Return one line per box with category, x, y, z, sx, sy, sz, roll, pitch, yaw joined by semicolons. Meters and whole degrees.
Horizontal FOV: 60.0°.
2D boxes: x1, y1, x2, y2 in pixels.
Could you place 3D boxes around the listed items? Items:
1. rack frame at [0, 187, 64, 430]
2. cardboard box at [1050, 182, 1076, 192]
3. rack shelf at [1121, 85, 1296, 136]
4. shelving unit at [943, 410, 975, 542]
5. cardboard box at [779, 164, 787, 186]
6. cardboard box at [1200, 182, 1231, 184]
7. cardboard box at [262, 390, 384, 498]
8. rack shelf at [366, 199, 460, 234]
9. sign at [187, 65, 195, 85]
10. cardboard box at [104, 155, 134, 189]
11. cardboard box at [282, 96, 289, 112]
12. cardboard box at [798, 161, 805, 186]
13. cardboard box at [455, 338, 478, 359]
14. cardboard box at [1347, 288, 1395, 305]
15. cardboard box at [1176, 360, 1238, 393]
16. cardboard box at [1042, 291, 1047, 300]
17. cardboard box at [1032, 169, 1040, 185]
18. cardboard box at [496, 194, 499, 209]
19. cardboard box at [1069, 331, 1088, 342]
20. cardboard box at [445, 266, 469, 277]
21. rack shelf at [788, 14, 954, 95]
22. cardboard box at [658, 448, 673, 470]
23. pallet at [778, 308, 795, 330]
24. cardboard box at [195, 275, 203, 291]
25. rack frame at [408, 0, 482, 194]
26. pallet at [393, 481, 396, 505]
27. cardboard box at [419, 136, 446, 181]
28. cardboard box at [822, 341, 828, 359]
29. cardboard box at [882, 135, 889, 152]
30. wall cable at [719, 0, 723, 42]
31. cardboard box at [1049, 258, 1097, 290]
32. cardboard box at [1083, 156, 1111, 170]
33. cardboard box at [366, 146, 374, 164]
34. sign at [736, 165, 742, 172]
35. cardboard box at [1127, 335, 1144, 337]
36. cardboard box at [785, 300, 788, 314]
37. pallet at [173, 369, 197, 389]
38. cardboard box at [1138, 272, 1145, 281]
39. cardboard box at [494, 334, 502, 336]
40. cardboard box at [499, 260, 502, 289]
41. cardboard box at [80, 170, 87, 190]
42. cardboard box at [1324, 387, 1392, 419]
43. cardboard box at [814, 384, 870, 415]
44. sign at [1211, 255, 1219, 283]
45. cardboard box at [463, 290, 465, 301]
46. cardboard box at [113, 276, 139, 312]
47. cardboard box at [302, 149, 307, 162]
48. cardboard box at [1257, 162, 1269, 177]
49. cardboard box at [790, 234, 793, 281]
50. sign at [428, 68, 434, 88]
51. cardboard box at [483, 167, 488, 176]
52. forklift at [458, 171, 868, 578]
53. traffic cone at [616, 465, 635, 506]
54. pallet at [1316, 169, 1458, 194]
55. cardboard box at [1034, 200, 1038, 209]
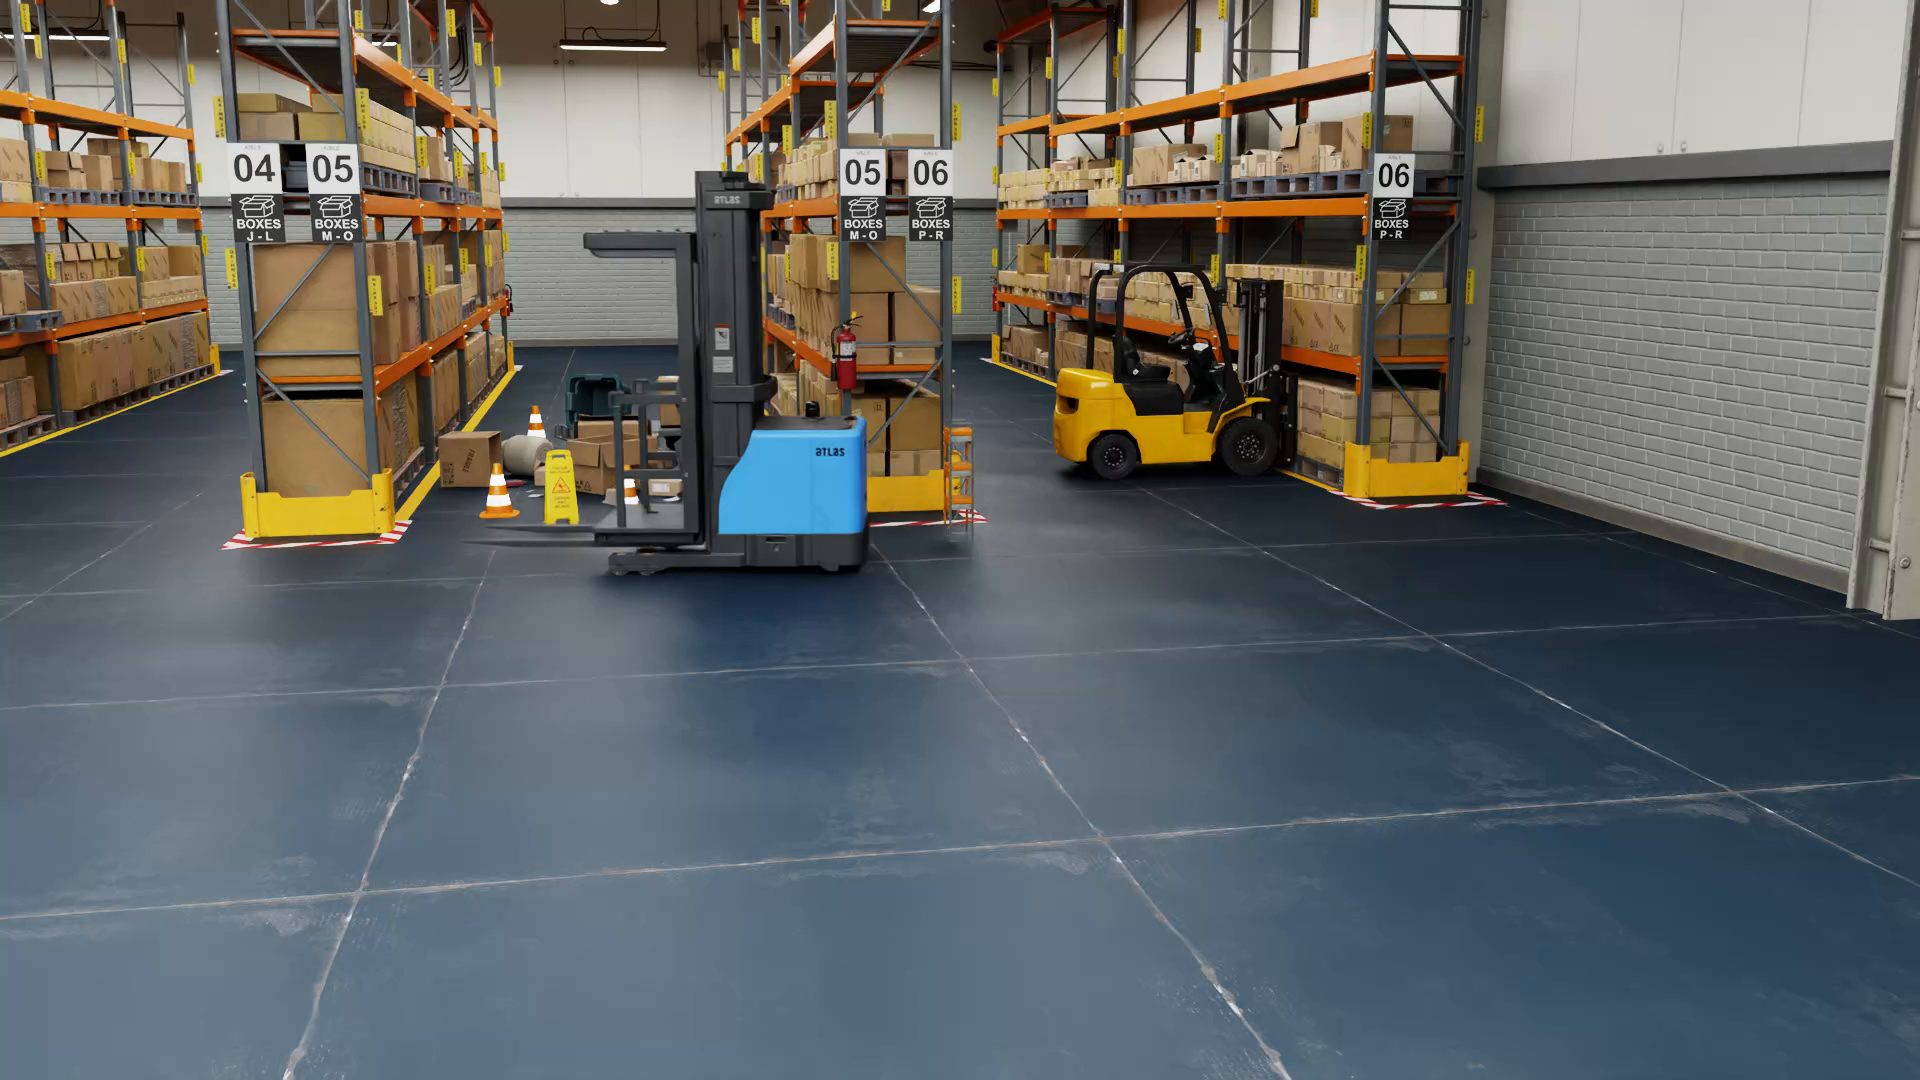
rack frame;-11.849;-2.855;20.672;1.000;3.000;0.127;-2;11;-11
cardboard box;1.646;-5.617;26.446;0.380;0.149;0.250;-2;11;-10
rack shelf;3.129;-5.427;21.134;1.077;0.370;4.000;-2;11;-11
shelving unit;-0.010;-0.526;13.650;0.215;1.050;0.252;-2;11;-11
cardboard box;-1.953;-4.563;21.360;0.700;0.500;0.500;-2;11;-11
cardboard box;3.229;-4.623;21.173;0.380;0.166;0.250;-2;11;-11
cardboard box;-5.605;-0.834;14.614;0.875;0.875;0.875;-2;11;-11
rack shelf;-6.575;-3.770;19.382;1.077;0.370;4.000;-2;11;-11
sign;-12.870;-7.784;27.815;0.100;0.325;0.005;-2;11;-11
cardboard box;-12.838;-5.508;24.931;0.700;0.500;0.500;-3;11;-14
cardboard box;-5.853;-3.642;13.934;0.380;0.149;0.250;-2;11;-11
cardboard box;-1.424;-3.842;17.445;0.500;0.250;0.500;-2;11;-11
cardboard box;-7.043;-2.683;23.325;0.500;0.250;0.500;-2;11;-11
cardboard box;3.954;-2.350;16.019;0.380;0.149;0.250;-2;11;-10
cardboard box;3.262;-1.940;21.096;0.875;0.625;0.625;-2;11;-12
cardboard box;1.581;-4.103;27.901;0.380;0.149;0.250;-2;11;-9
cardboard box;1.521;-6.098;27.958;0.500;0.250;0.500;-2;11;-12
cardboard box;-8.065;-5.716;28.087;0.500;0.250;0.500;-2;11;-11
cardboard box;1.962;-3.257;26.612;0.380;0.149;0.250;-3;11;-14
cardboard box;-7.275;-3.869;23.957;0.380;0.149;0.250;-2;11;-13
rack shelf;-0.961;-4.707;16.290;1.077;0.370;4.000;-2;11;-11
cardboard box;-3.297;-0.911;17.772;0.396;0.266;0.258;9;14;38
pallet;-1.703;-2.759;20.684;1.003;0.211;1.213;-2;11;-11
cardboard box;-13.050;-4.315;27.951;0.500;0.250;0.500;-2;11;-12
rack frame;-7.742;-6.697;24.816;1.000;3.000;0.127;-2;11;-11
pallet;-5.640;-0.323;14.830;1.003;0.211;1.213;-2;11;-11
cardboard box;-6.351;-4.486;19.562;0.500;0.500;0.500;-2;11;-11
cardboard box;-1.121;-1.821;15.916;0.380;0.149;0.250;-2;11;-10
cardboard box;-0.506;-3.608;15.146;0.380;0.149;0.250;-2;11;-11
wall cable;-6.094;-11.866;34.321;2.355;3.000;0.029;-2;11;-11
cardboard box;1.837;-4.288;26.814;0.700;0.500;0.500;-2;11;-10
cardboard box;2.173;-5.984;26.470;0.396;0.266;0.258;-2;11;-11
cardboard box;-5.210;-3.276;14.145;0.380;0.149;0.250;-2;11;-10
sign;-3.450;-5.695;25.976;0.100;0.325;0.005;-2;11;-11
cardboard box;2.630;-3.086;25.717;0.380;0.149;0.250;-3;11;-13
cardboard box;-1.893;-2.790;19.882;0.380;0.149;0.250;-2;11;-11
pallet;-12.939;-2.585;26.713;1.003;0.211;1.213;-2;11;-11
cardboard box;2.642;-3.600;22.584;0.380;0.149;0.250;-2;11;-9
cardboard box;-8.168;-3.494;28.941;0.380;0.149;0.250;-2;11;-10
cardboard box;-8.085;-4.511;28.313;0.500;0.500;0.500;-2;11;-12
cardboard box;-12.502;-5.020;23.141;0.500;0.311;0.500;-3;11;-13
cardboard box;3.901;-1.349;16.317;0.500;0.250;0.500;-2;11;-9
cardboard box;-1.180;-1.298;16.716;0.500;0.500;0.500;-2;11;-12
sign;2.988;-3.171;19.449;0.100;0.325;0.005;-2;11;-11
cardboard box;-7.066;-3.386;23.011;0.380;0.149;0.250;-2;11;-9
cardboard box;-12.268;-3.562;24.119;0.500;0.500;0.500;-2;11;-11
cardboard box;-6.003;-3.390;14.745;0.380;0.149;0.250;-2;11;-12
cardboard box;3.457;-4.034;18.126;0.380;0.149;0.250;-2;11;-9
cardboard box;-1.477;-3.079;18.115;0.700;0.500;0.500;-2;11;-12
sign;-9.052;-7.909;28.472;0.100;0.325;0.005;-2;11;-11
cardboard box;-7.769;-5.896;26.629;0.380;0.149;0.250;-2;11;-8
forklift;-2.234;-1.266;12.509;3.031;2.935;1.130;-1;11;-5
traffic cone;-2.944;-0.431;14.722;0.336;0.463;0.334;-2;11;-11
pallet;4.184;-3.490;16.223;1.003;0.211;1.213;-2;11;-11
cardboard box;1.471;-5.675;28.139;0.380;0.149;0.250;-2;11;-11
